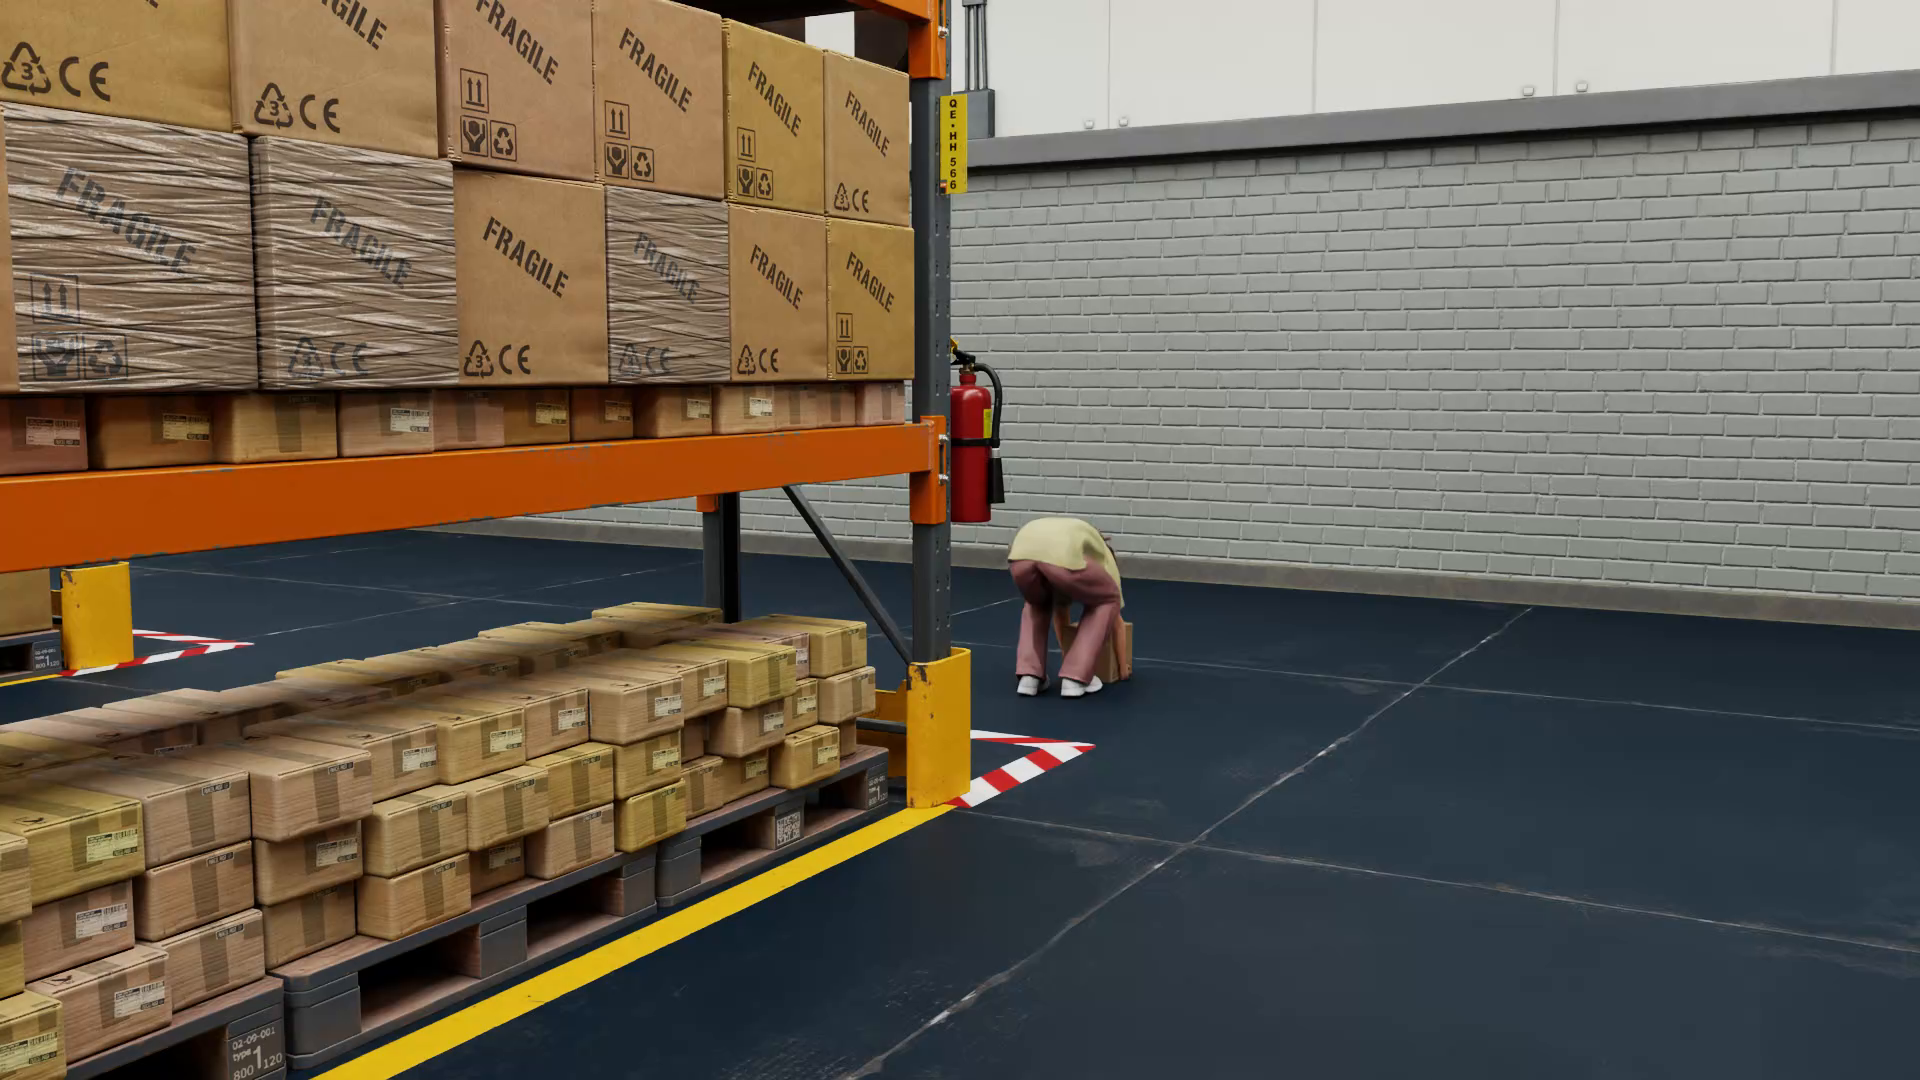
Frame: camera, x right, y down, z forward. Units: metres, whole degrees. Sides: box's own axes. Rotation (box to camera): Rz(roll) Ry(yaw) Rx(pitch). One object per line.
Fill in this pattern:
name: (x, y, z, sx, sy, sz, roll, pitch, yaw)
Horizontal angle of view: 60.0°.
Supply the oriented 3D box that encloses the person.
person: (0.507, 0.294, 7.722, 0.469, 0.827, 0.857, 3, 7, 26)
